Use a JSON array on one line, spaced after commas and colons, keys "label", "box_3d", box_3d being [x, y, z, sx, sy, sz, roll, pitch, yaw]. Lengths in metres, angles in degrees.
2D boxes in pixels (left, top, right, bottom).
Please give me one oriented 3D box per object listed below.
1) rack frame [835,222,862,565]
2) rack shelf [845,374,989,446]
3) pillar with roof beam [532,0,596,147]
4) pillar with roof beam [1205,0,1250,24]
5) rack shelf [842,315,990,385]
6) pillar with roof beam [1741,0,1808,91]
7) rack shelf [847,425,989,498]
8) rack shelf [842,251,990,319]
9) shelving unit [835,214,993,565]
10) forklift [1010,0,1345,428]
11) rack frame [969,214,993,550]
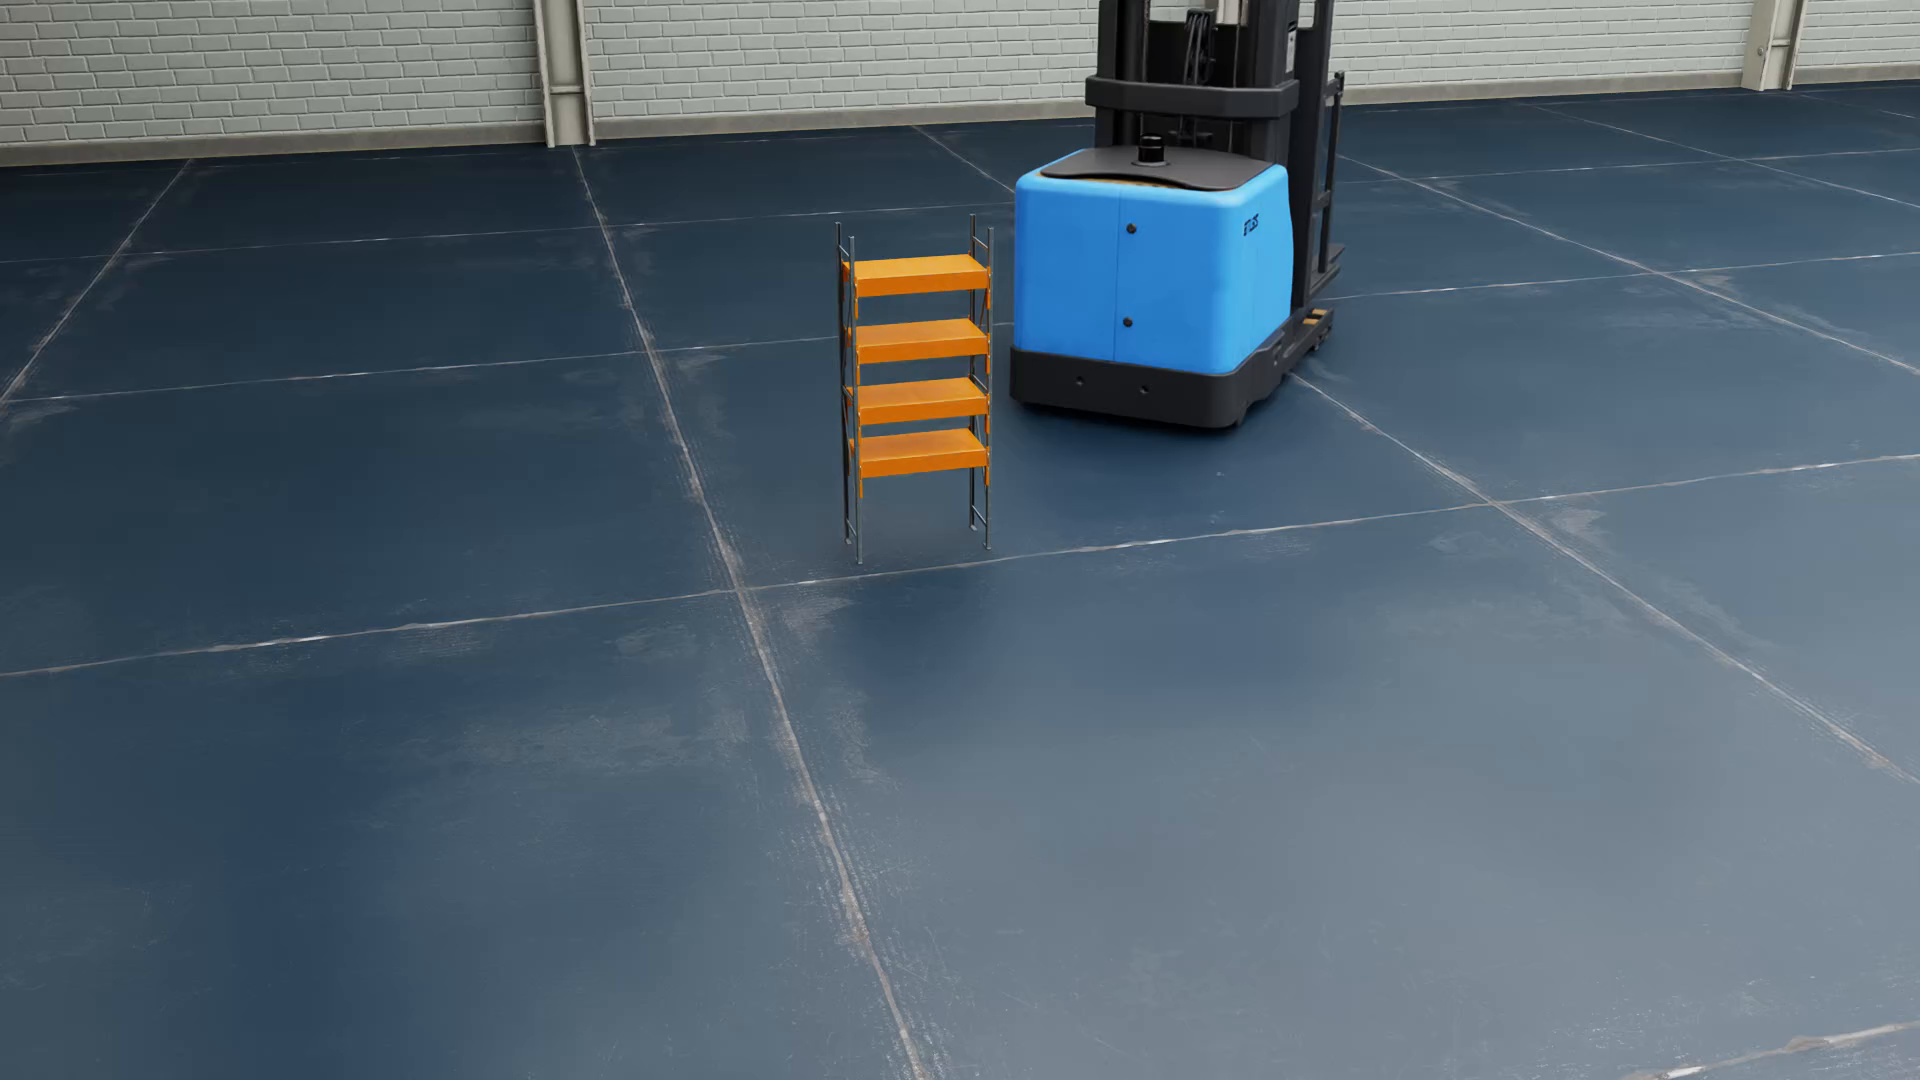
[{"label": "rack frame", "box_3d": [-0.394, -0.508, 5.912, 0.015, 1.200, 0.240, -6, 24, -14]}, {"label": "rack shelf", "box_3d": [-0.159, -0.472, 5.999, 0.480, 0.148, 0.258, -6, 24, -14]}, {"label": "pillar with roof beam", "box_3d": [-2.133, -5.861, 8.498, 0.400, 9.000, 9.100, -6, 24, -14]}, {"label": "pillar with roof beam", "box_3d": [3.644, -6.500, 9.987, 0.400, 9.000, 9.100, -6, 24, -14]}, {"label": "rack shelf", "box_3d": [-0.159, -0.677, 5.911, 0.480, 0.148, 0.258, -6, 24, -14]}, {"label": "pillar with roof beam", "box_3d": [9.421, -7.139, 11.476, 0.400, 9.000, 9.100, -6, 24, -14]}, {"label": "rack shelf", "box_3d": [-0.159, -0.289, 6.077, 0.480, 0.148, 0.258, -6, 24, -14]}, {"label": "rack shelf", "box_3d": [-0.159, -0.895, 5.817, 0.480, 0.148, 0.258, -6, 24, -14]}, {"label": "shelving unit", "box_3d": [-0.159, -0.534, 5.972, 0.503, 1.200, 0.258, -6, 24, -14]}, {"label": "forklift", "box_3d": [1.302, -2.378, 8.076, 1.130, 2.935, 3.031, 10, 25, 23]}, {"label": "rack frame", "box_3d": [0.076, -0.560, 6.033, 0.015, 1.200, 0.240, -6, 24, -14]}]
